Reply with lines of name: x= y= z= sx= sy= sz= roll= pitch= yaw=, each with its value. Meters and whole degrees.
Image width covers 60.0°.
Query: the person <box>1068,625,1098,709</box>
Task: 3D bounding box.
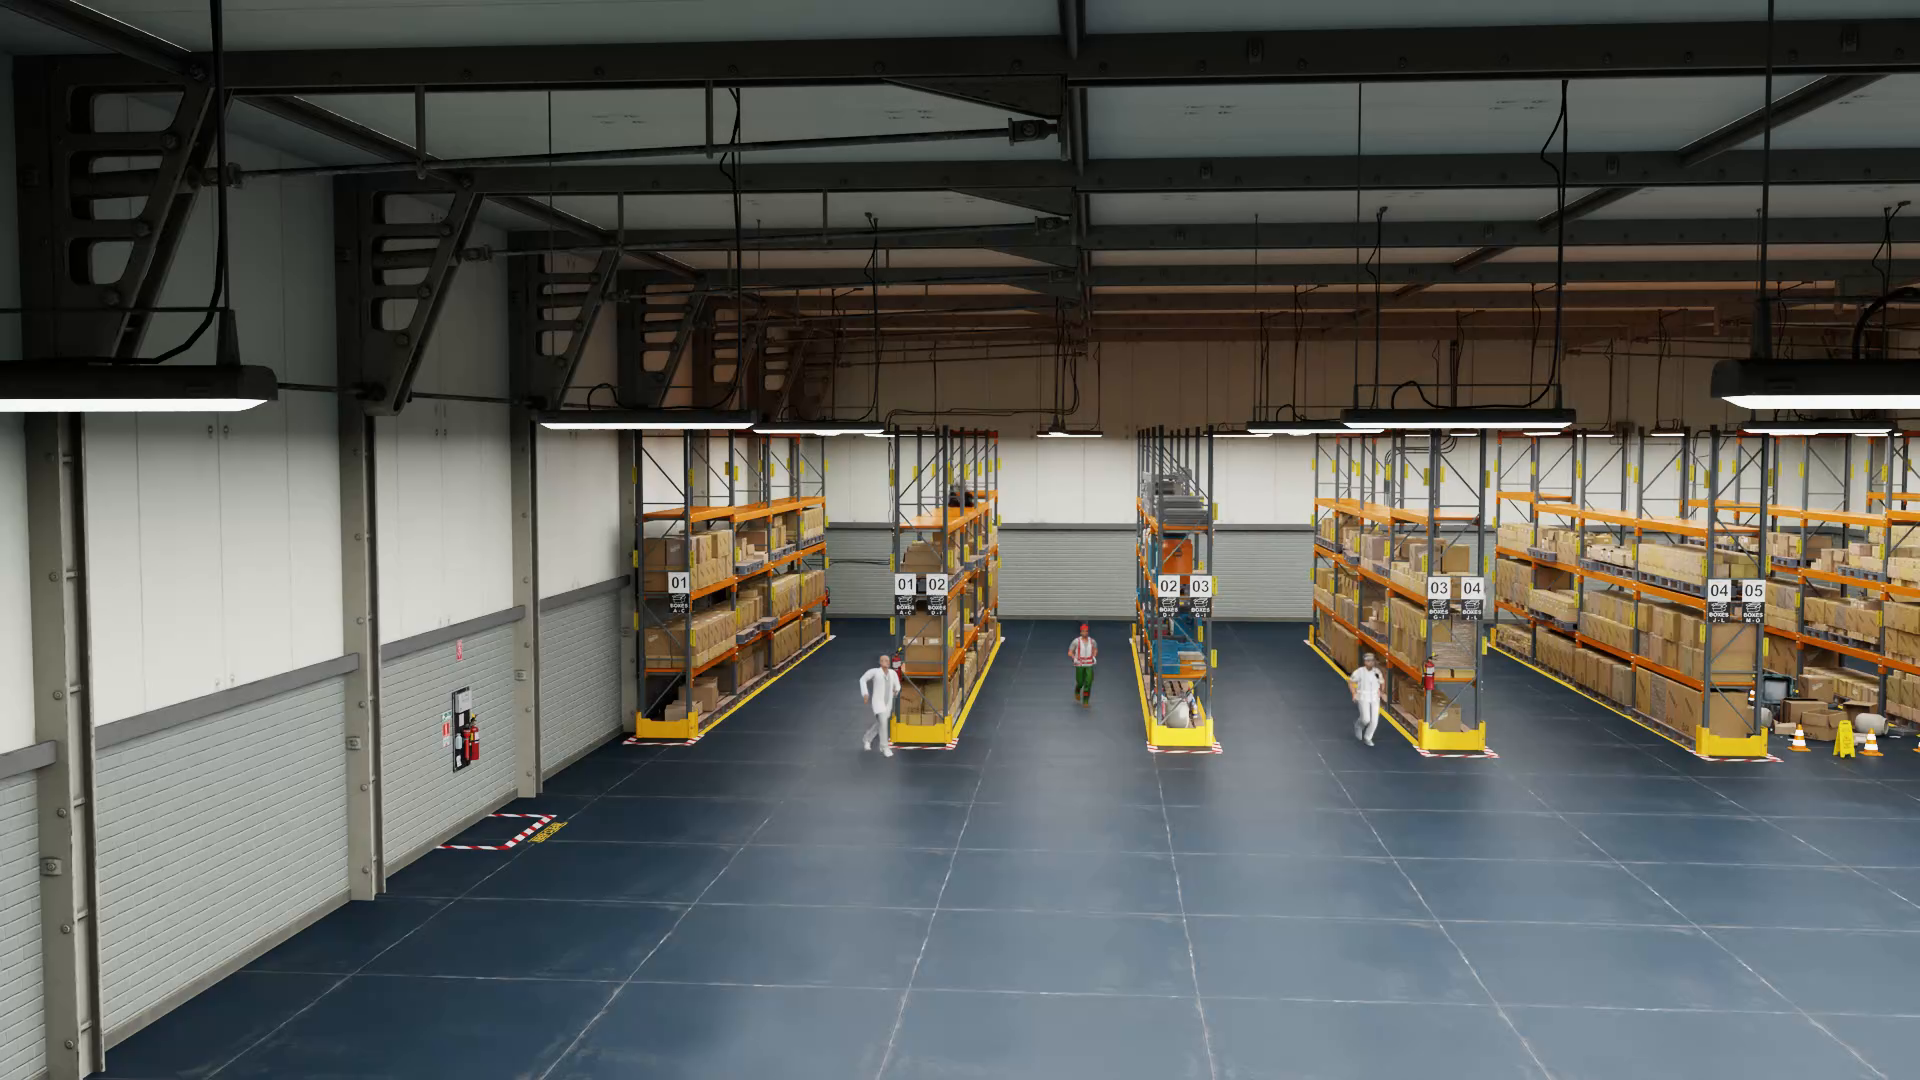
person: x=2.658 y=2.690 z=35.591 sx=0.667 sy=1.763 sz=0.860 roll=-1 pitch=3 yaw=-9

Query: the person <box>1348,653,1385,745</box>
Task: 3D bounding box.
person: x=7.660 y=2.985 z=31.176 sx=0.663 sy=1.734 sz=0.595 roll=0 pitch=3 yaw=-4

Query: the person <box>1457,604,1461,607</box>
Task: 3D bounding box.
person: x=14.224 y=2.070 z=47.114 sx=0.868 sy=1.689 sz=0.643 roll=0 pitch=3 yaw=-8

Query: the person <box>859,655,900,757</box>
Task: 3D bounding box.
person: x=-1.385 y=3.000 z=30.410 sx=0.716 sy=1.768 sz=0.986 roll=-3 pitch=4 yaw=-37

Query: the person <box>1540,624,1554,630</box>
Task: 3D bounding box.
person: x=16.500 y=2.104 z=46.897 sx=0.613 sy=1.597 sz=0.514 roll=-2 pitch=4 yaw=-33
